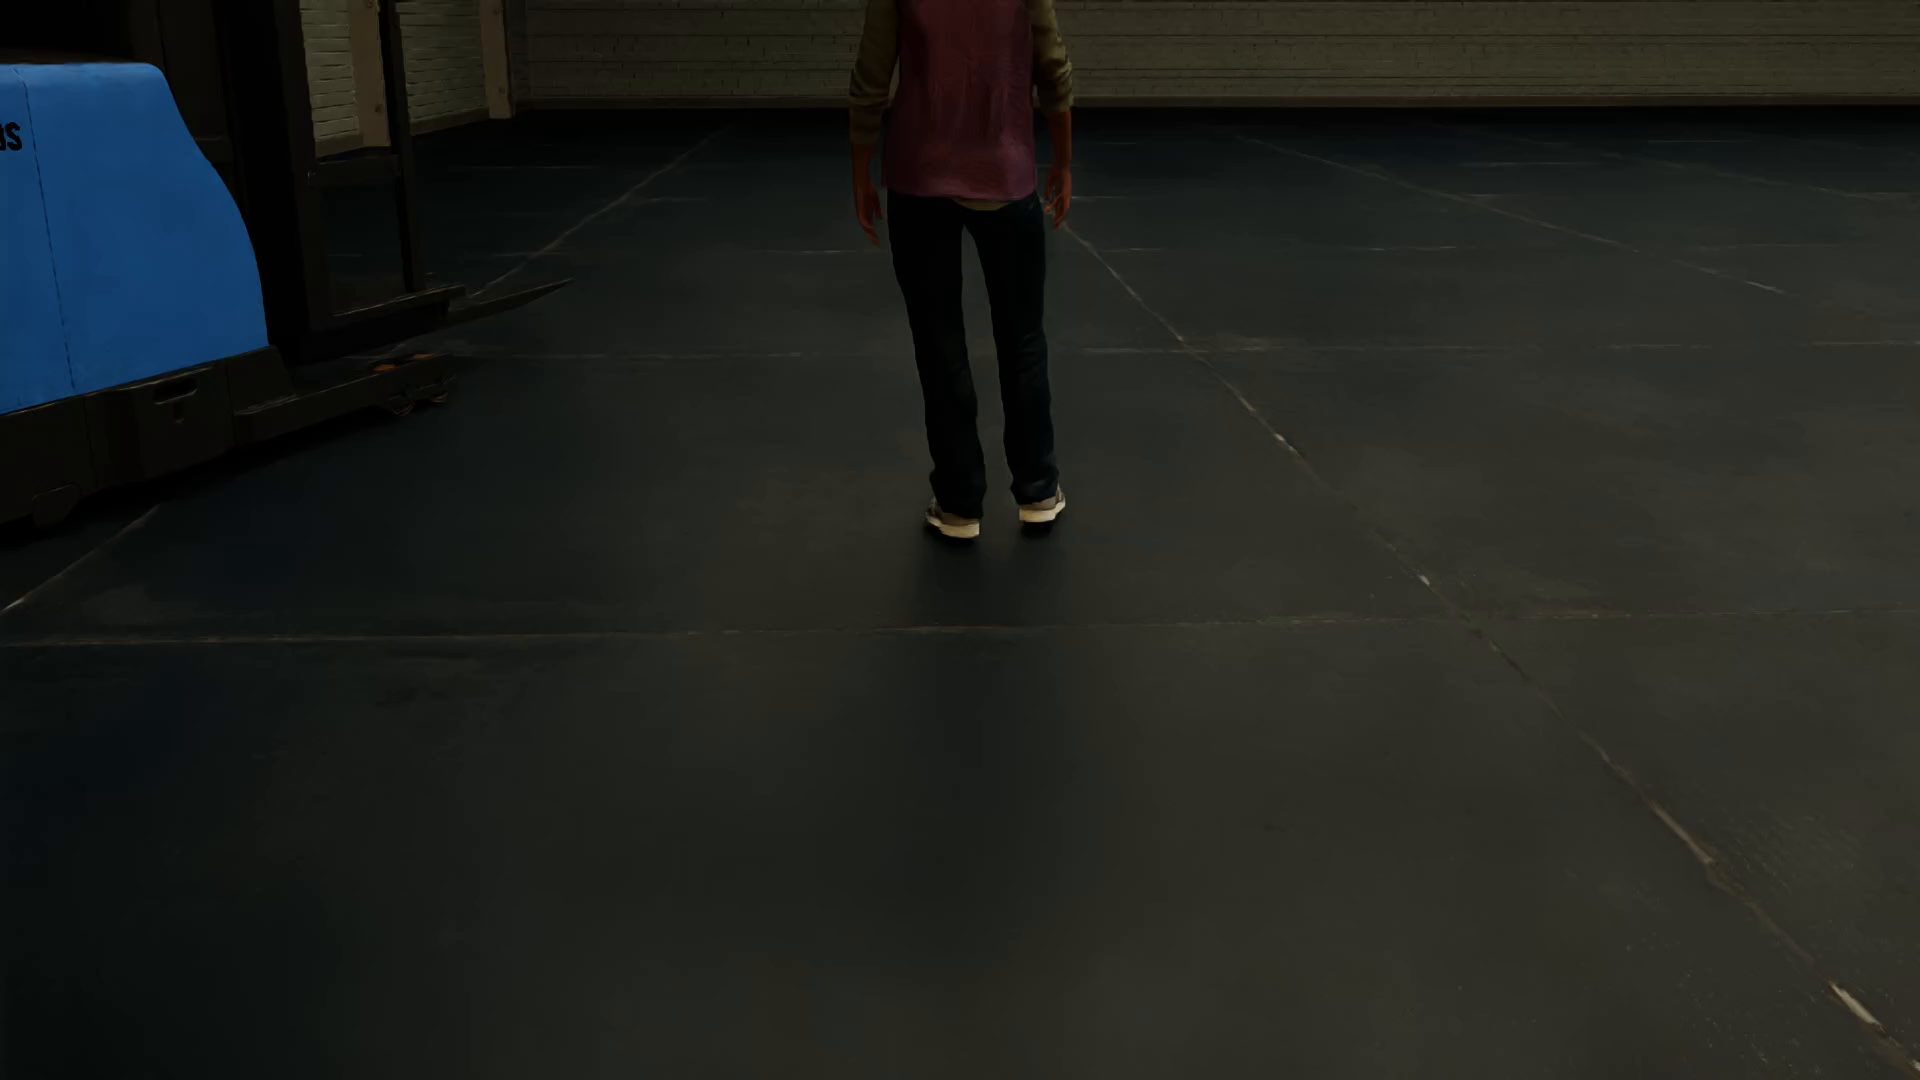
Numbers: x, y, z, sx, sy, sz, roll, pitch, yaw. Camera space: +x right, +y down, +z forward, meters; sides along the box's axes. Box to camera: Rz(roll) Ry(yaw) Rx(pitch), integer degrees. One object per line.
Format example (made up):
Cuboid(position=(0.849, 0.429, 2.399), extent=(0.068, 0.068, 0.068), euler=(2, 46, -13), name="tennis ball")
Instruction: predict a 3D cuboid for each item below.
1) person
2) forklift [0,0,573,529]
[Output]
Cuboid(position=(0.010, -0.792, 3.754), extent=(0.520, 1.597, 0.474), euler=(-1, 17, -3), name="person")
Cuboid(position=(-2.269, -1.810, 4.825), extent=(1.130, 2.935, 3.031), euler=(5, 18, 16), name="forklift")
